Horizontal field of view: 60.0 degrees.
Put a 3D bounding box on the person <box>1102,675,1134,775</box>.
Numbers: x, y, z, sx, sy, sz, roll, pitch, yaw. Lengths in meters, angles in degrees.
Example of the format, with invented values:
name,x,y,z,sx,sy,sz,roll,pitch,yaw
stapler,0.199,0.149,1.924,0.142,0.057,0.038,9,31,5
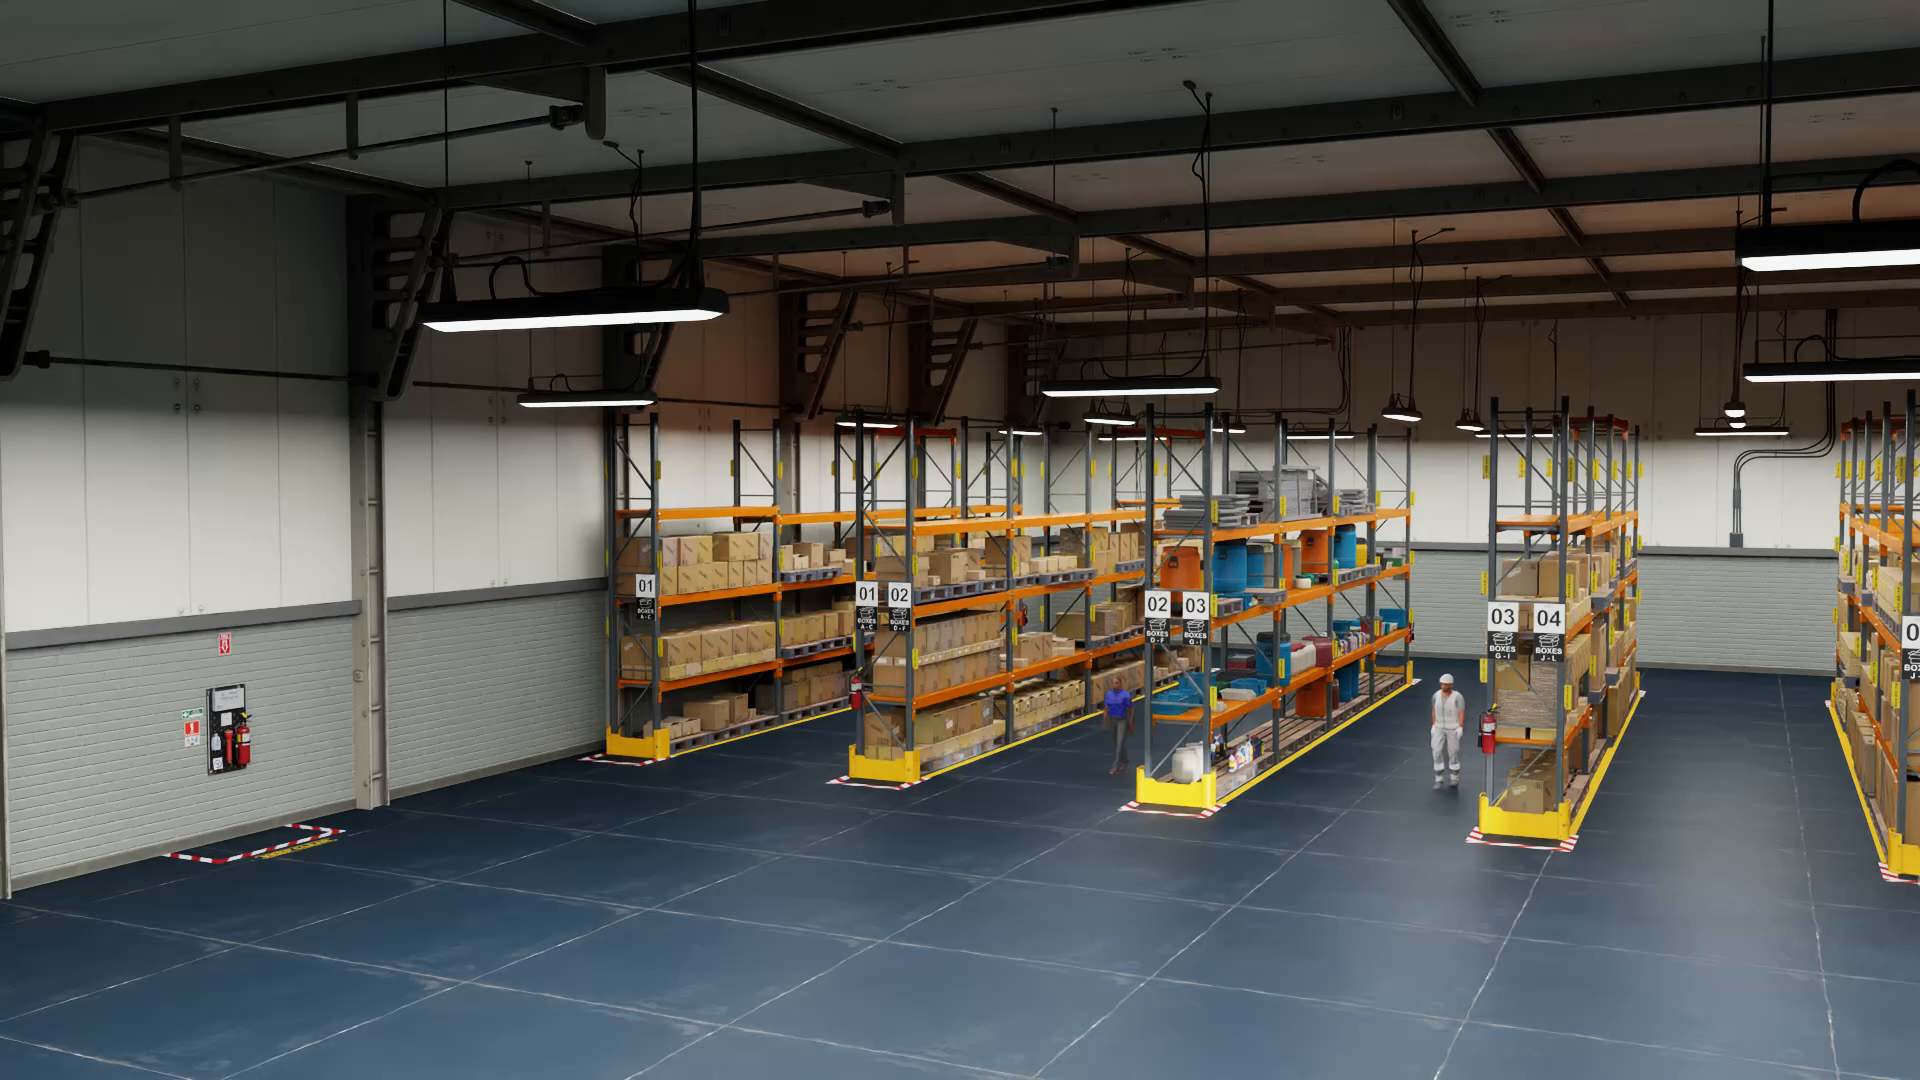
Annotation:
name,x,y,z,sx,sy,sz,roll,pitch,yaw
person,2.568,3.024,27.314,0.464,1.609,0.991,2,3,35

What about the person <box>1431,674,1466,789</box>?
name,x,y,z,sx,sy,sz,roll,pitch,yaw
person,7.686,3.024,26.220,0.586,1.838,0.524,2,3,39
